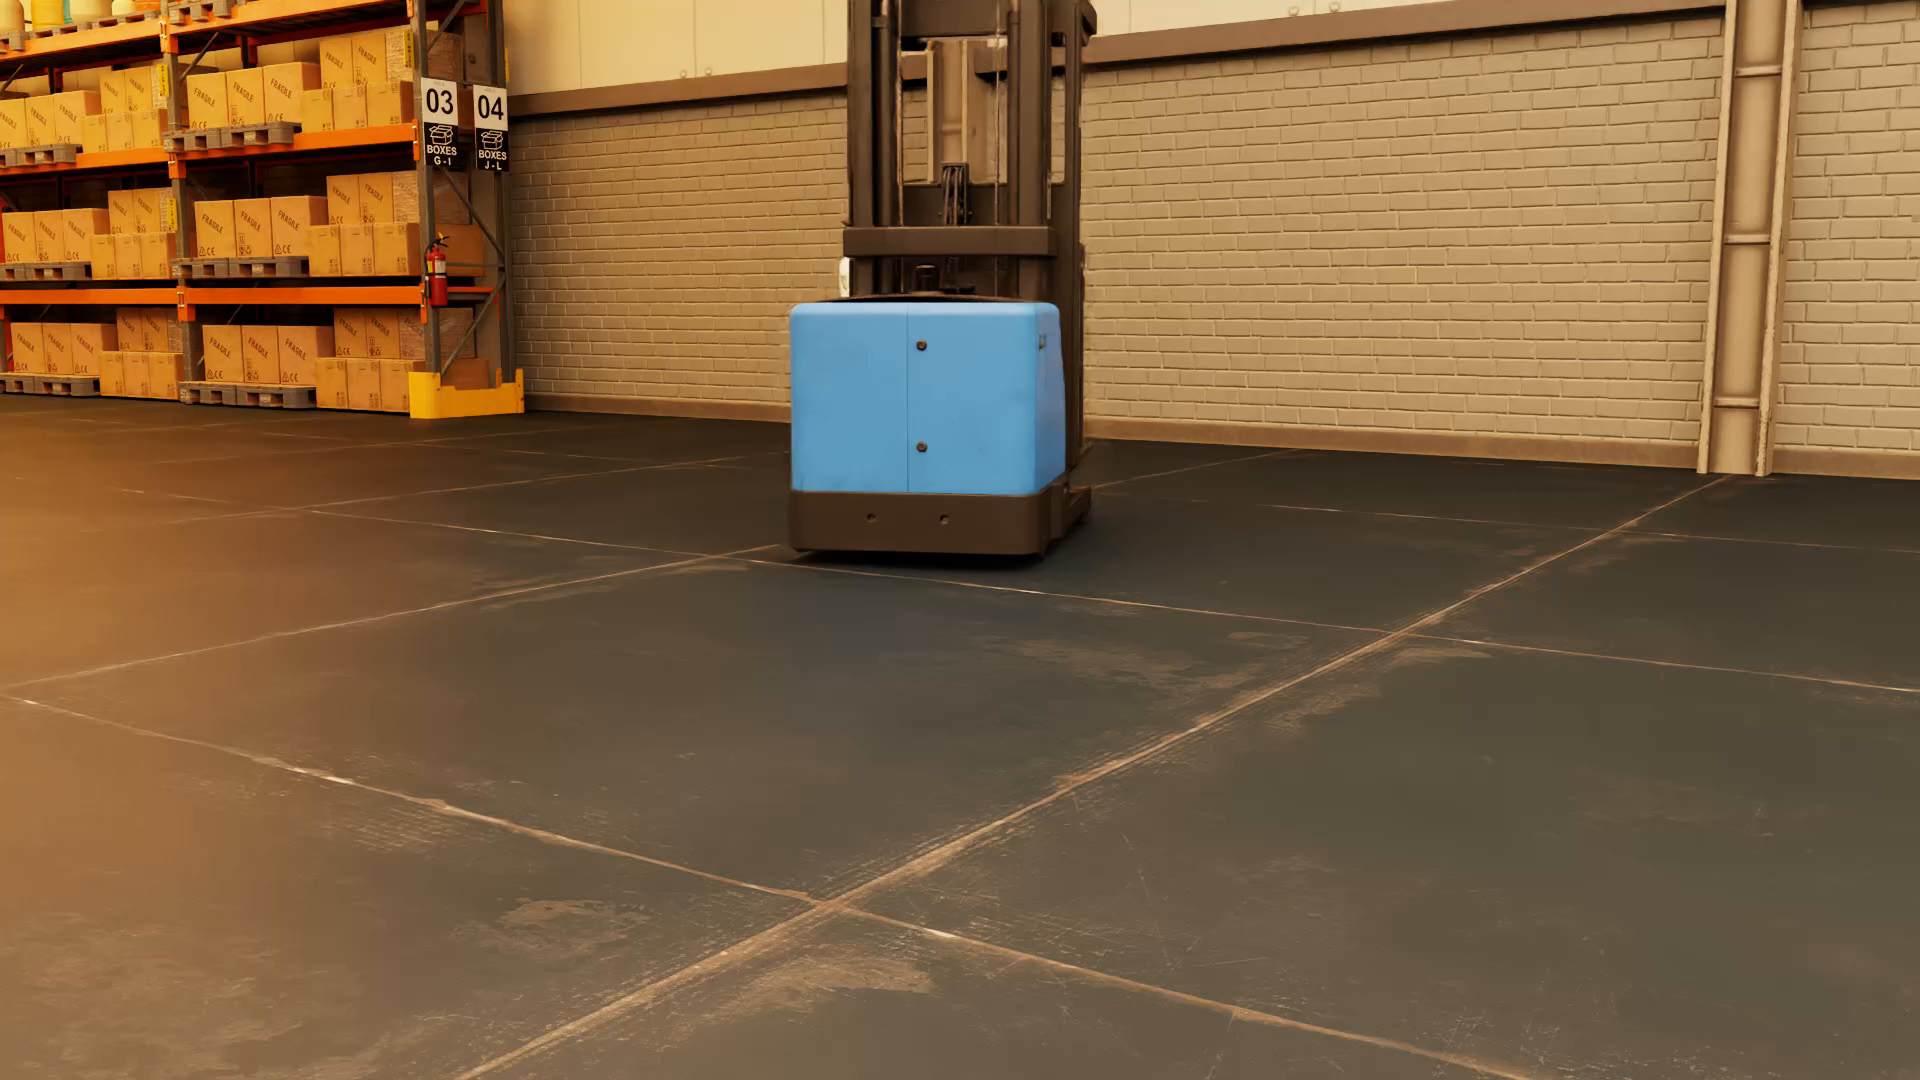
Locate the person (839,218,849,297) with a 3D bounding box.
[{"bbox_3d":[-0.536,-1.250,10.515,0.452,1.680,0.495,4,9,24],"label":"person"}]

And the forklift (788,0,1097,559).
[{"bbox_3d":[0.062,-1.540,8.022,1.130,2.935,3.031,1,8,10],"label":"forklift"}]
